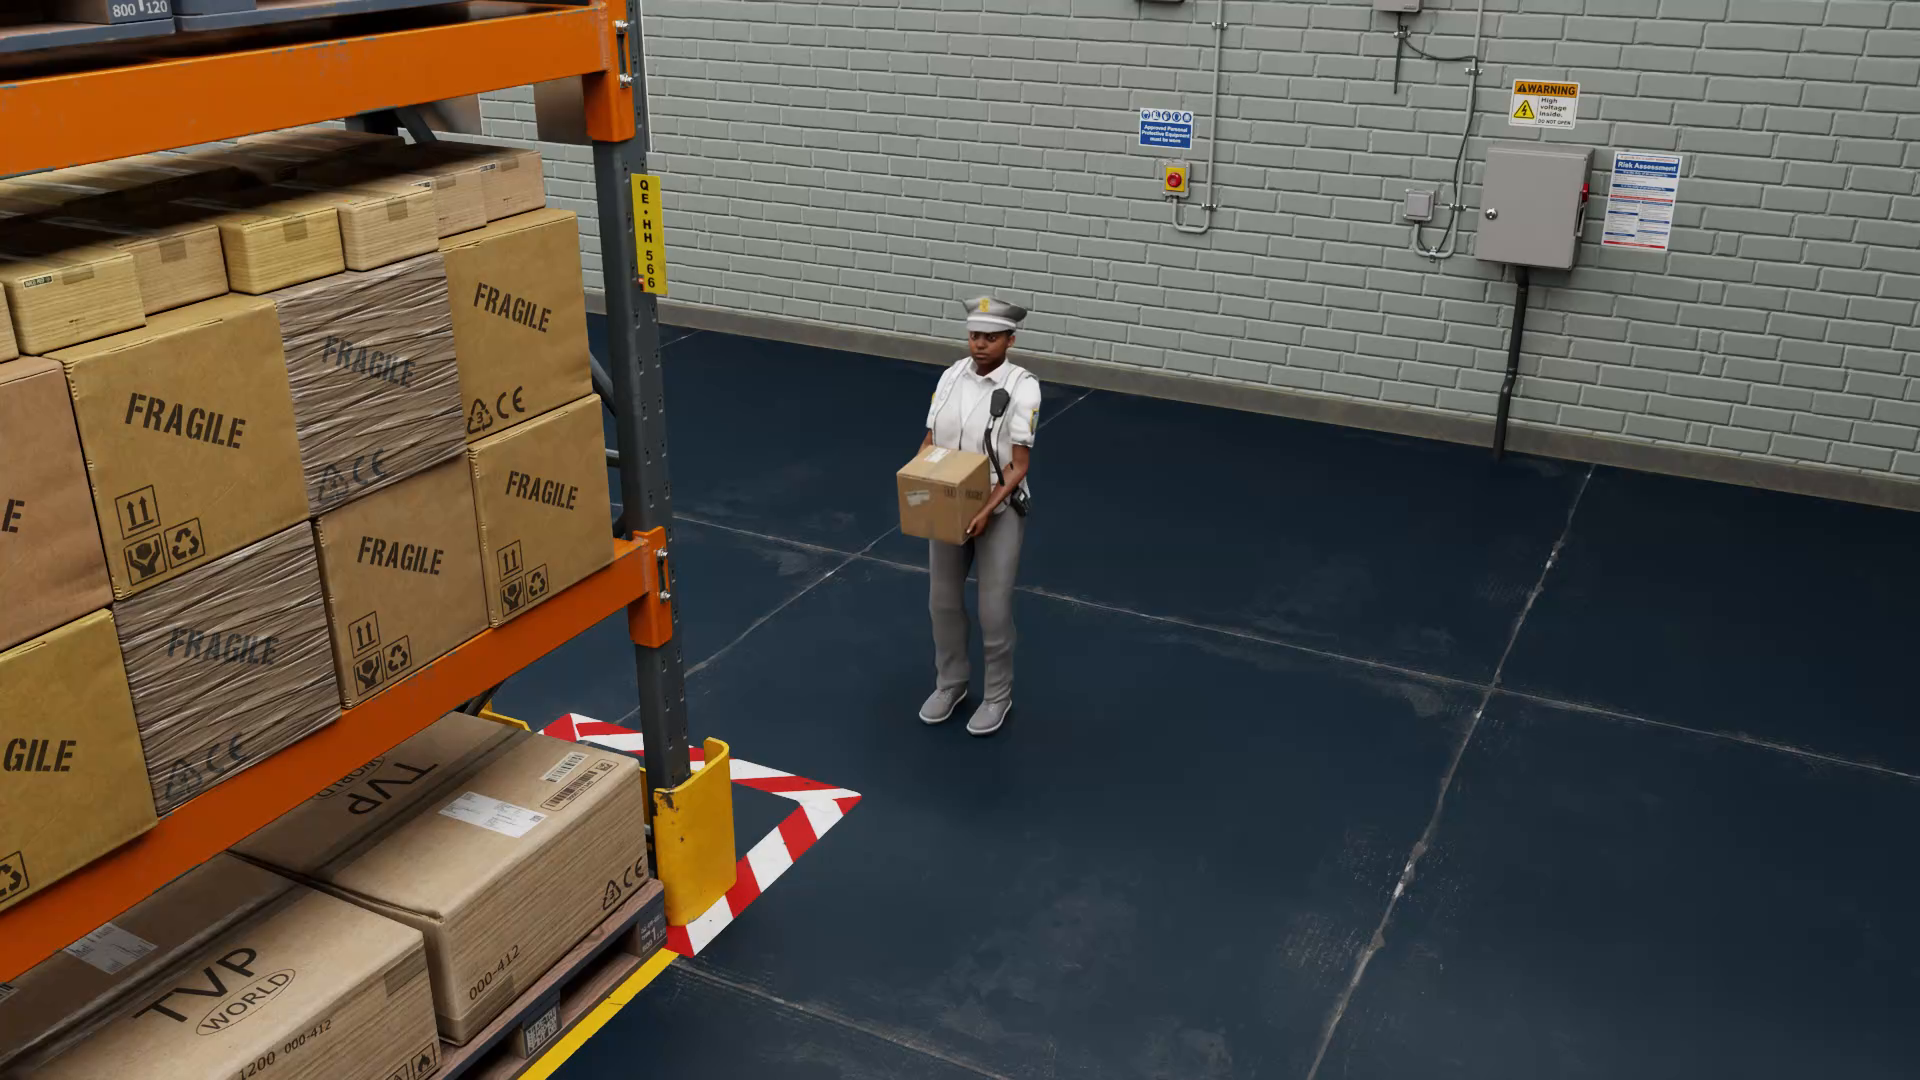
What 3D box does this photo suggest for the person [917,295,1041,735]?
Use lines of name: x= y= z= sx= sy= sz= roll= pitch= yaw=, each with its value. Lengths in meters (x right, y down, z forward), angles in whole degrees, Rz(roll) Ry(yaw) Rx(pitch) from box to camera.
person: x=0.037 y=-0.087 z=6.269 sx=0.450 sy=1.687 sz=0.538 roll=12 pitch=26 yaw=26
